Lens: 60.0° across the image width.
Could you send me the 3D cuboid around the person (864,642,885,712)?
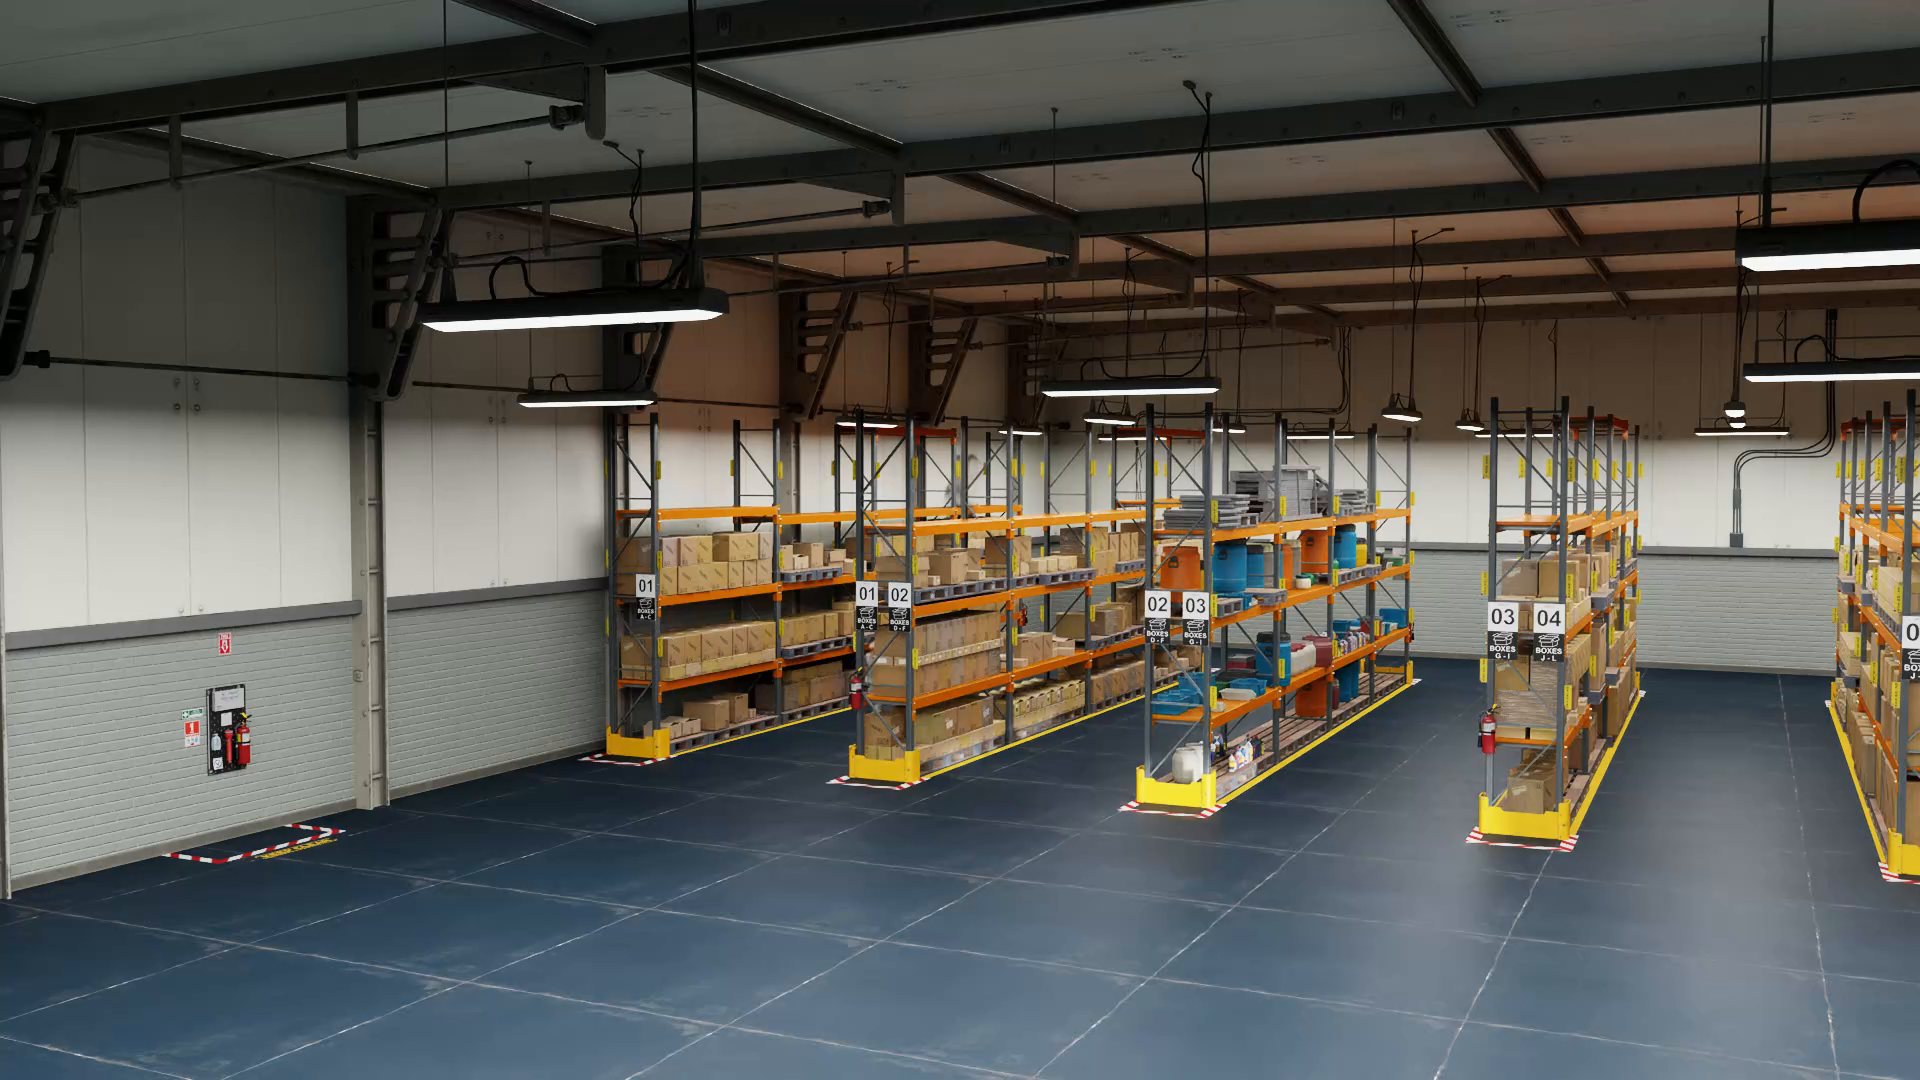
[{"bbox_3d":[-1.592,2.805,32.385,0.658,1.722,0.904,0,2,8],"label":"person"}]
